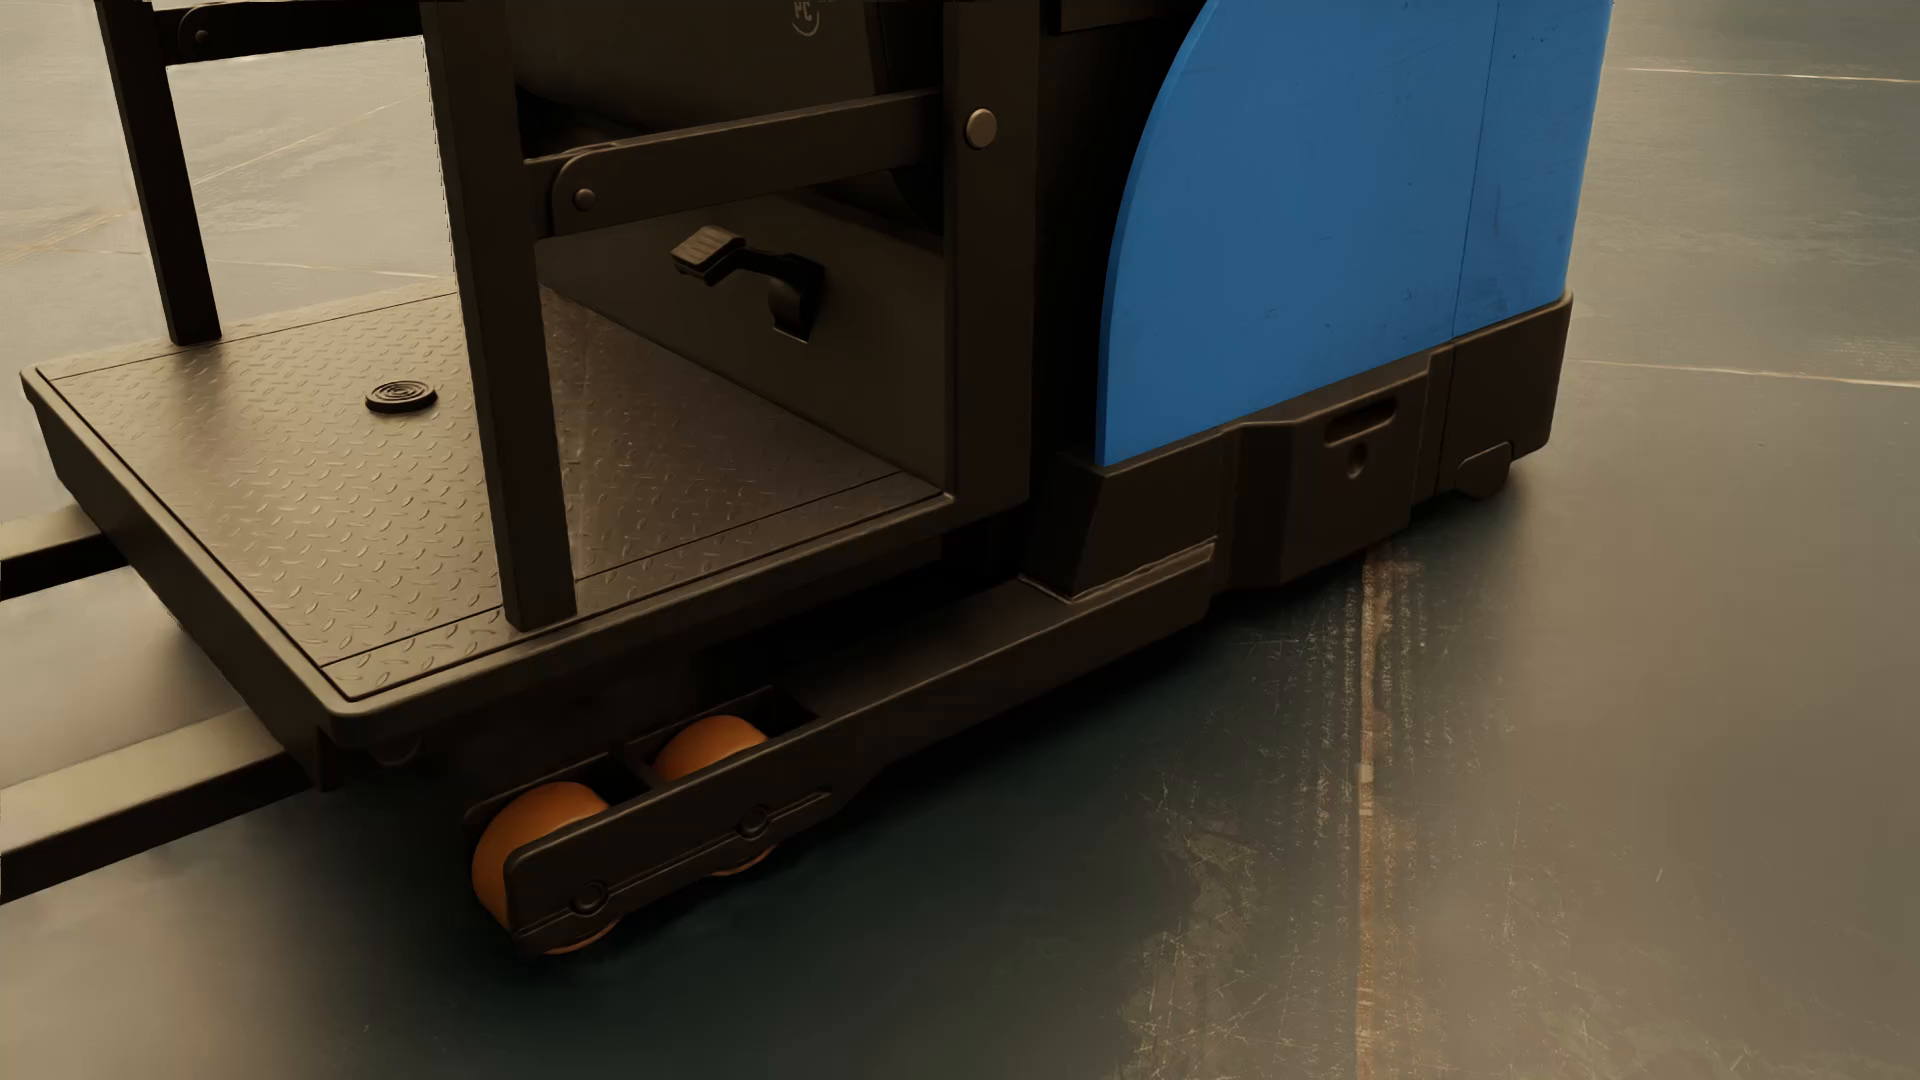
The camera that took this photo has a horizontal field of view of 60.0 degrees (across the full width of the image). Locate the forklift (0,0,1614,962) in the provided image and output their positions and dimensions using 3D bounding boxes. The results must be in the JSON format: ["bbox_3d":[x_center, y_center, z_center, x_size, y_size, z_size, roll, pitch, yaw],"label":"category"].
[{"bbox_3d":[-0.505,-1.161,1.548,3.031,2.935,1.130,-21,33,-35],"label":"forklift"}]
